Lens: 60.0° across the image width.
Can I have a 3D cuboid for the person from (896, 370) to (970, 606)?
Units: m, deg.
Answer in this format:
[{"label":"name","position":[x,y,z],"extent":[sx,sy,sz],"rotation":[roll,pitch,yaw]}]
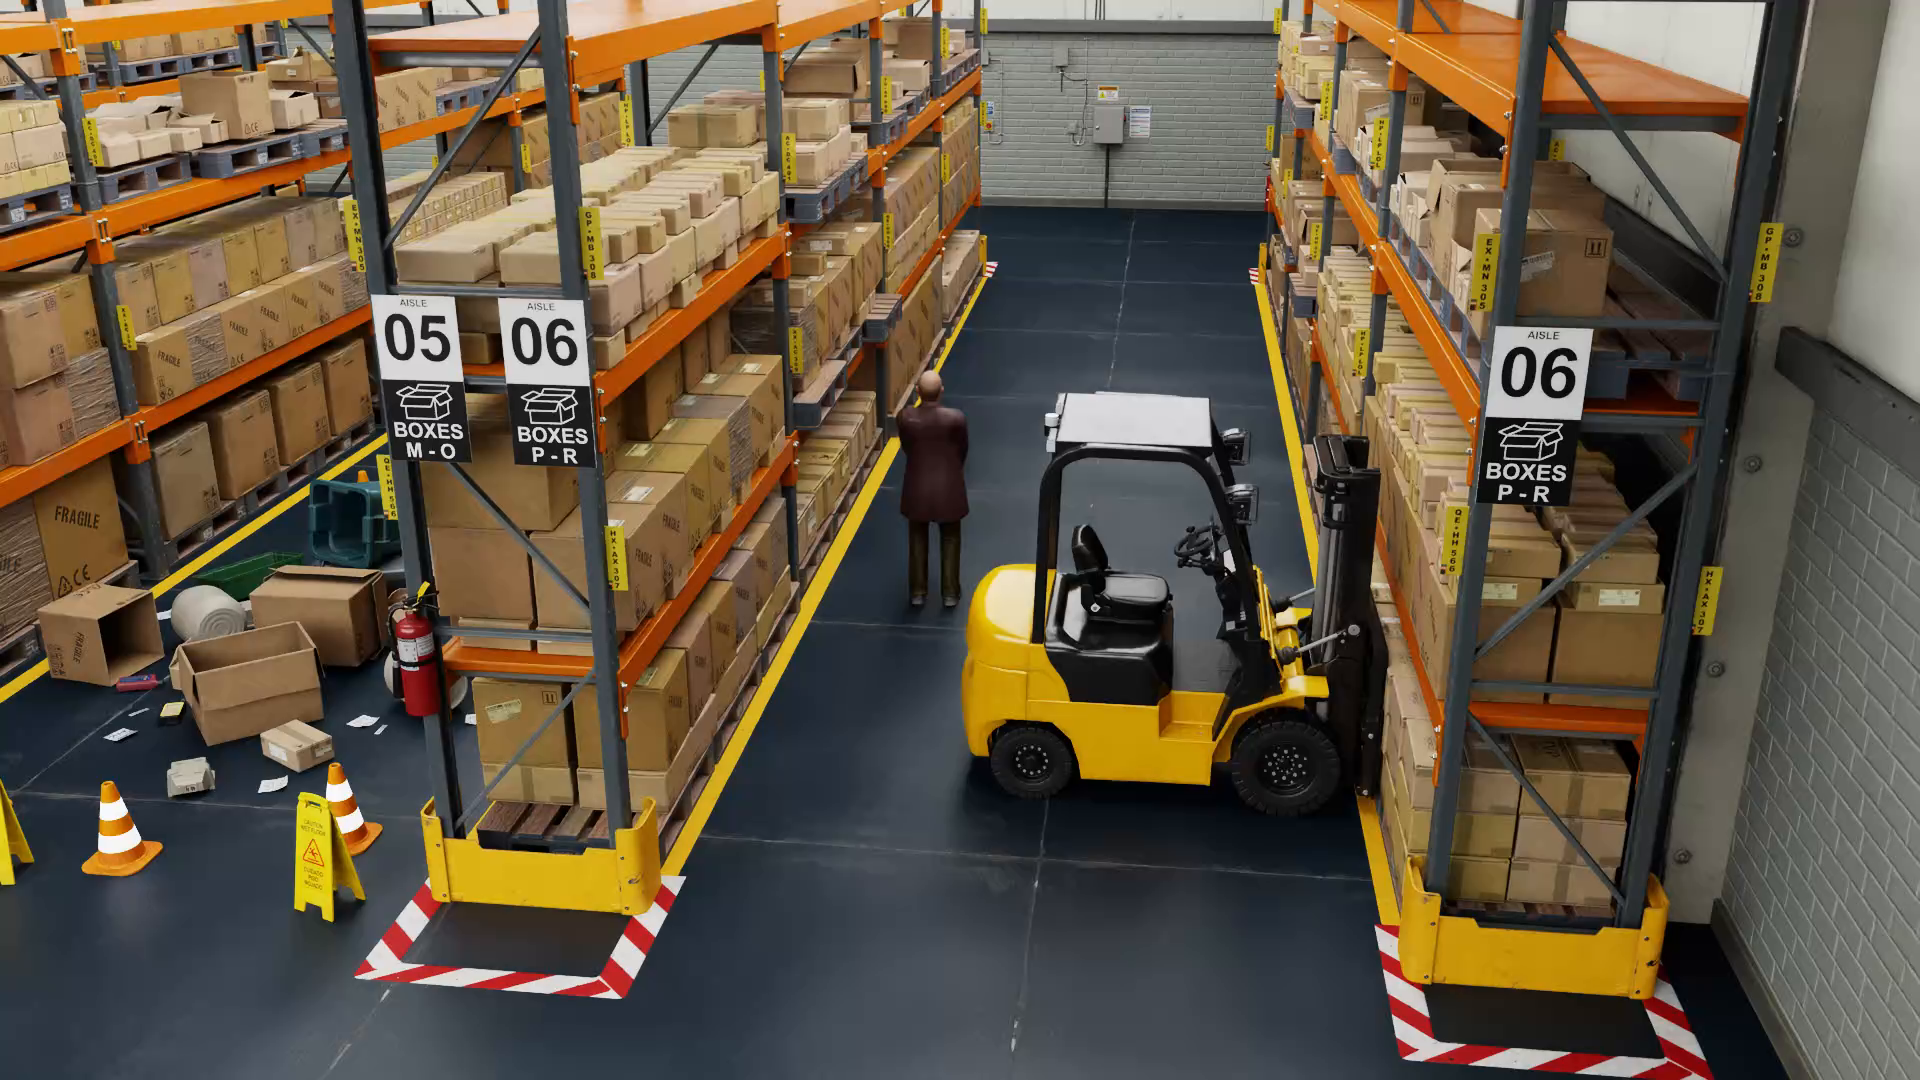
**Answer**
[{"label":"person","position":[-0.184,-0.420,12.210],"extent":[0.527,1.776,0.554],"rotation":[2,21,6]}]
